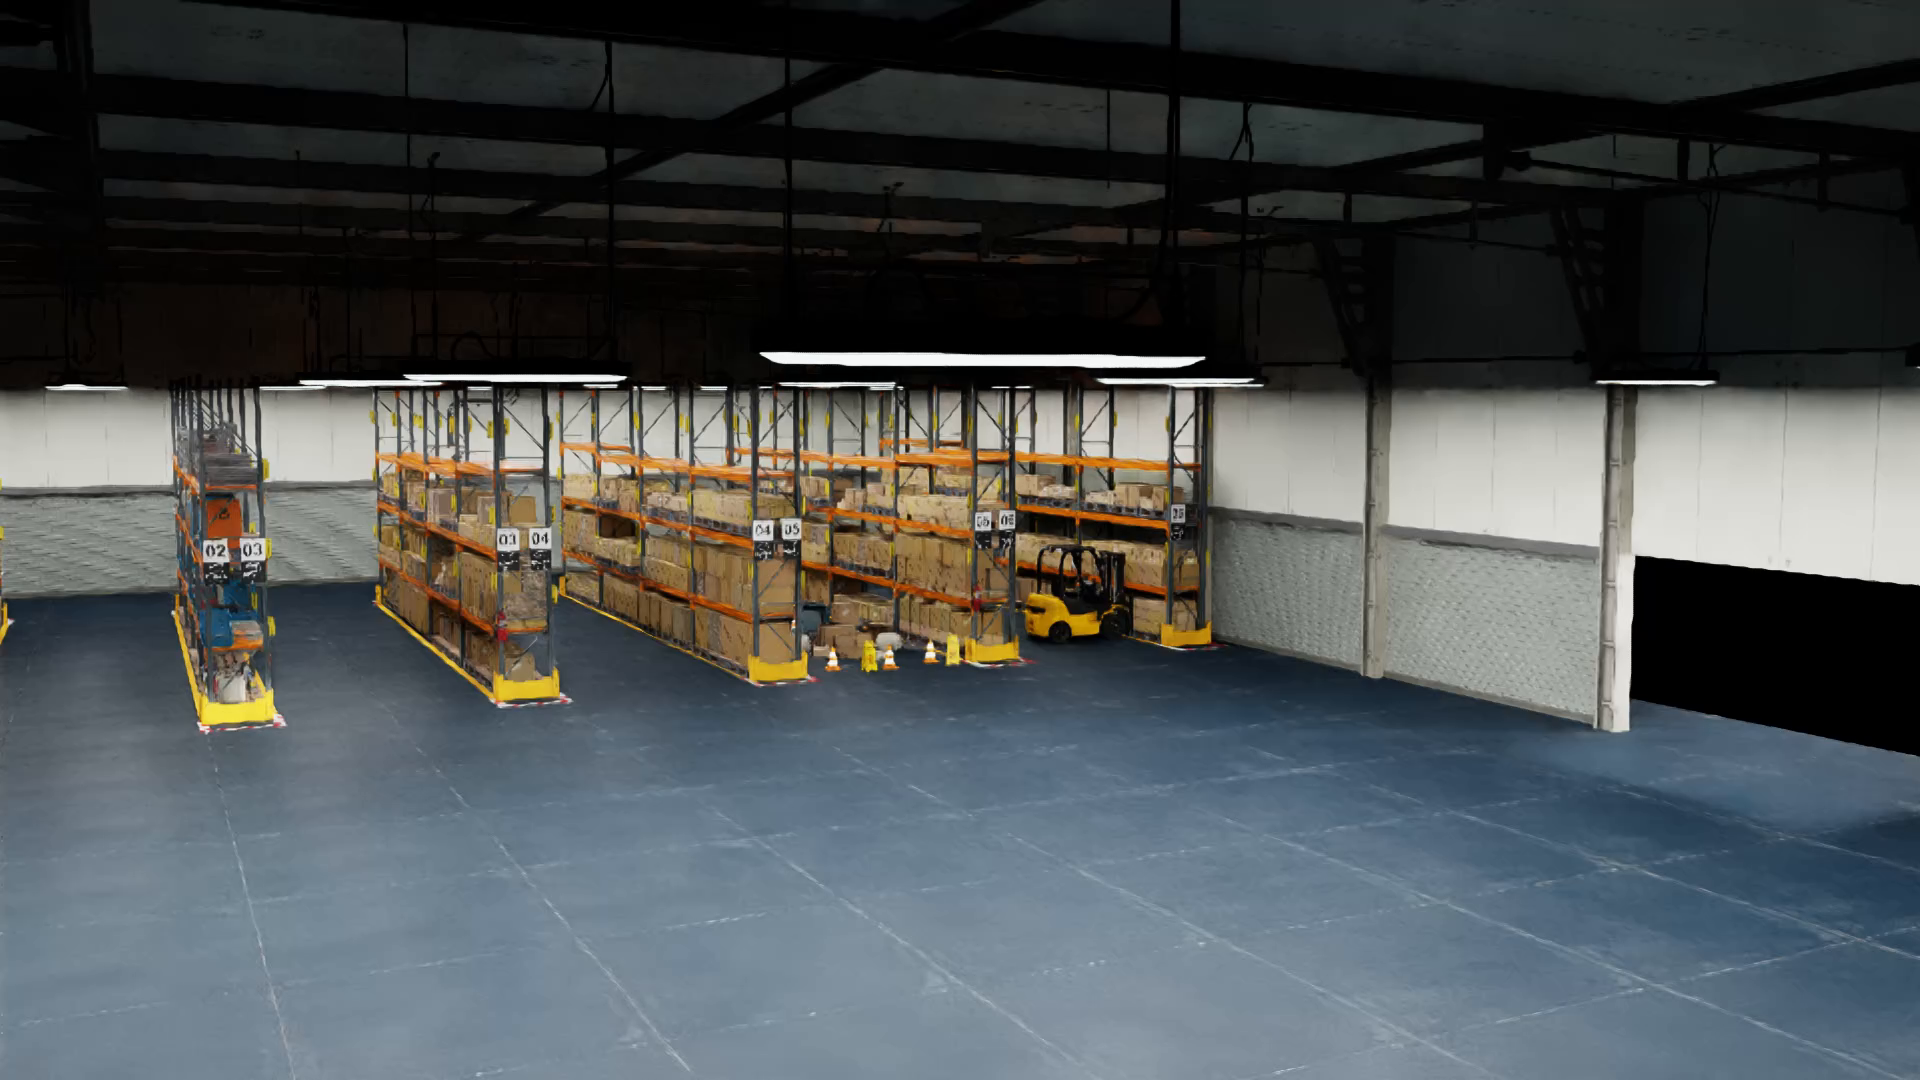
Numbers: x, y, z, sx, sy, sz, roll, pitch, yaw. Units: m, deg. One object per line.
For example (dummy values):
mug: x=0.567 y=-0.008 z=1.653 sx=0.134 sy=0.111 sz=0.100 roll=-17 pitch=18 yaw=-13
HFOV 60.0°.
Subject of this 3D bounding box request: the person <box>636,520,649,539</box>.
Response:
person: x=-9.812 y=0.259 z=51.381 sx=0.687 sy=1.773 sz=0.455 roll=3 pitch=6 yaw=31
